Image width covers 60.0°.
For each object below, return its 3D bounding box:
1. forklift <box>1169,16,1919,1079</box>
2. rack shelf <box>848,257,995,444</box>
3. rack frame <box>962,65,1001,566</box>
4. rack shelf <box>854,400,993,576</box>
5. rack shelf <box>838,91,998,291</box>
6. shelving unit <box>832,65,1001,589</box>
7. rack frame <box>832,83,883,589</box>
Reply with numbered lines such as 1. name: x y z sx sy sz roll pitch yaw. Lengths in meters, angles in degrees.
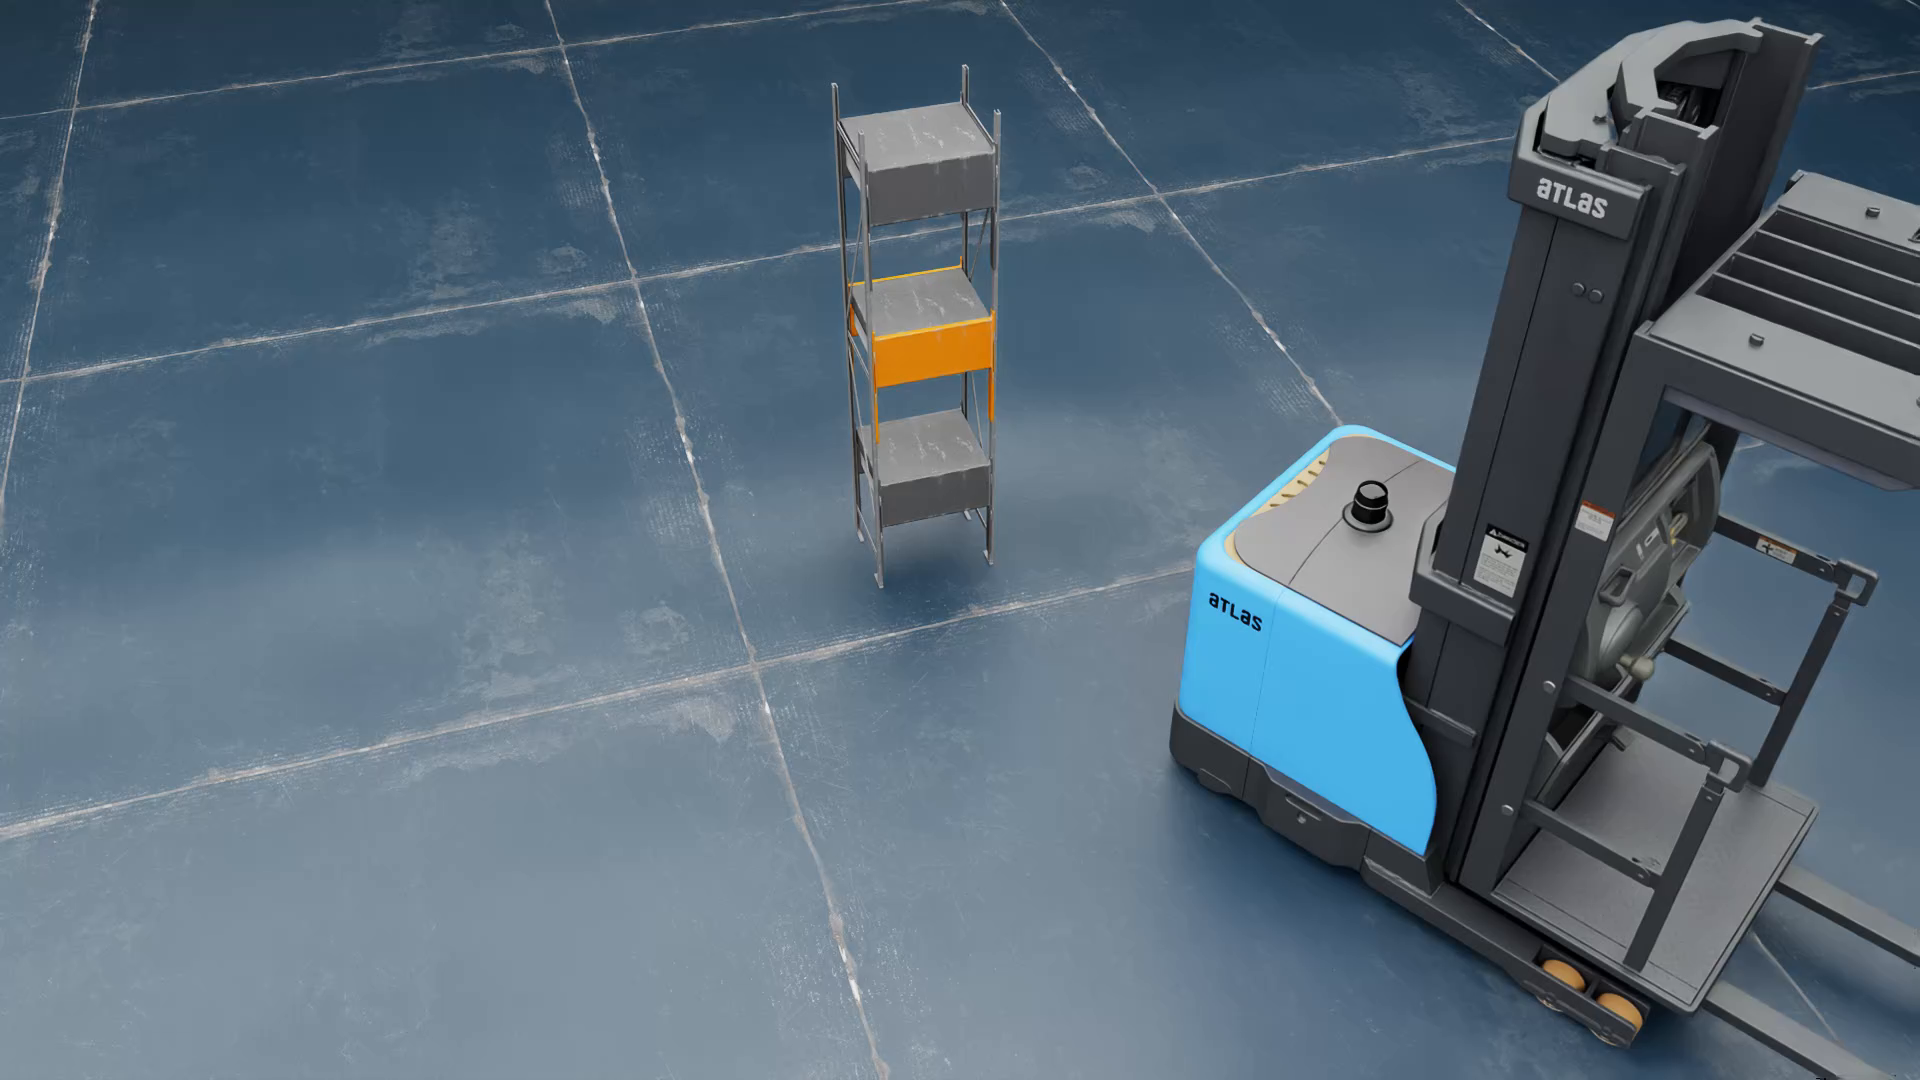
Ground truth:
1. forklift: 2.227 0.133 4.870 3.031 2.935 1.130 30 49 30
2. rack shelf: -0.158 -0.748 6.531 0.480 0.518 0.431 -12 42 -13
3. rack frame: 0.075 -0.806 6.577 0.015 2.100 0.400 -12 42 -13
4. rack shelf: -0.158 -0.221 6.991 0.480 0.518 0.431 -12 42 -13
5. rack shelf: -0.158 -1.275 6.070 0.480 0.518 0.431 -12 42 -13
6. shelving unit: -0.158 -0.758 6.522 0.503 2.100 0.431 -12 42 -13
7. rack frame: -0.391 -0.710 6.467 0.015 2.100 0.400 -12 42 -13
